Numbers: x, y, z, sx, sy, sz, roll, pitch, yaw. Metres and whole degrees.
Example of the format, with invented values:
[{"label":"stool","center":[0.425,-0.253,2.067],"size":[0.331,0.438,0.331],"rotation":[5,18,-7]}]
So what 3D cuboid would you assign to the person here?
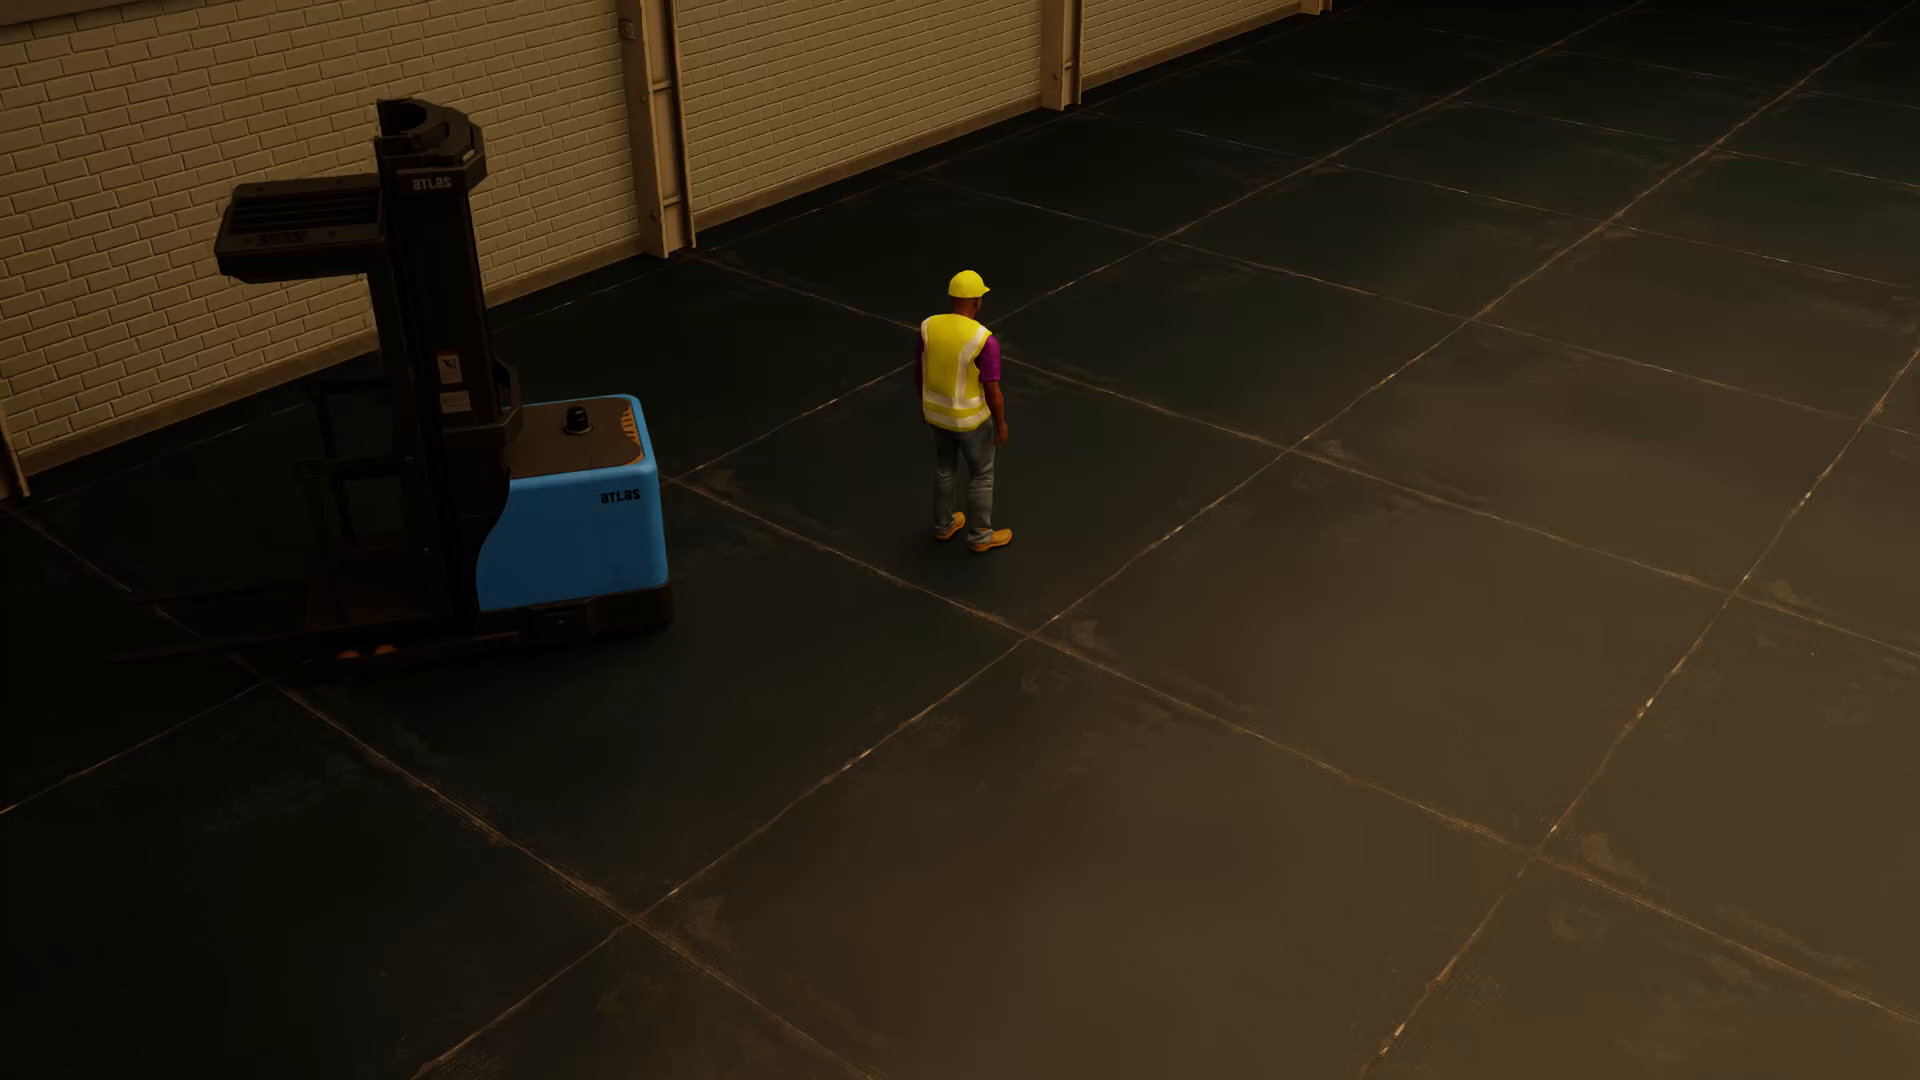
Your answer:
[{"label":"person","center":[0.019,-0.776,10.088],"size":[0.626,1.760,0.460],"rotation":[21,36,31]}]

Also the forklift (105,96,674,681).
[{"label":"forklift","center":[-3.229,-0.785,8.939],"size":[3.031,2.935,1.130],"rotation":[-8,31,-13]}]
